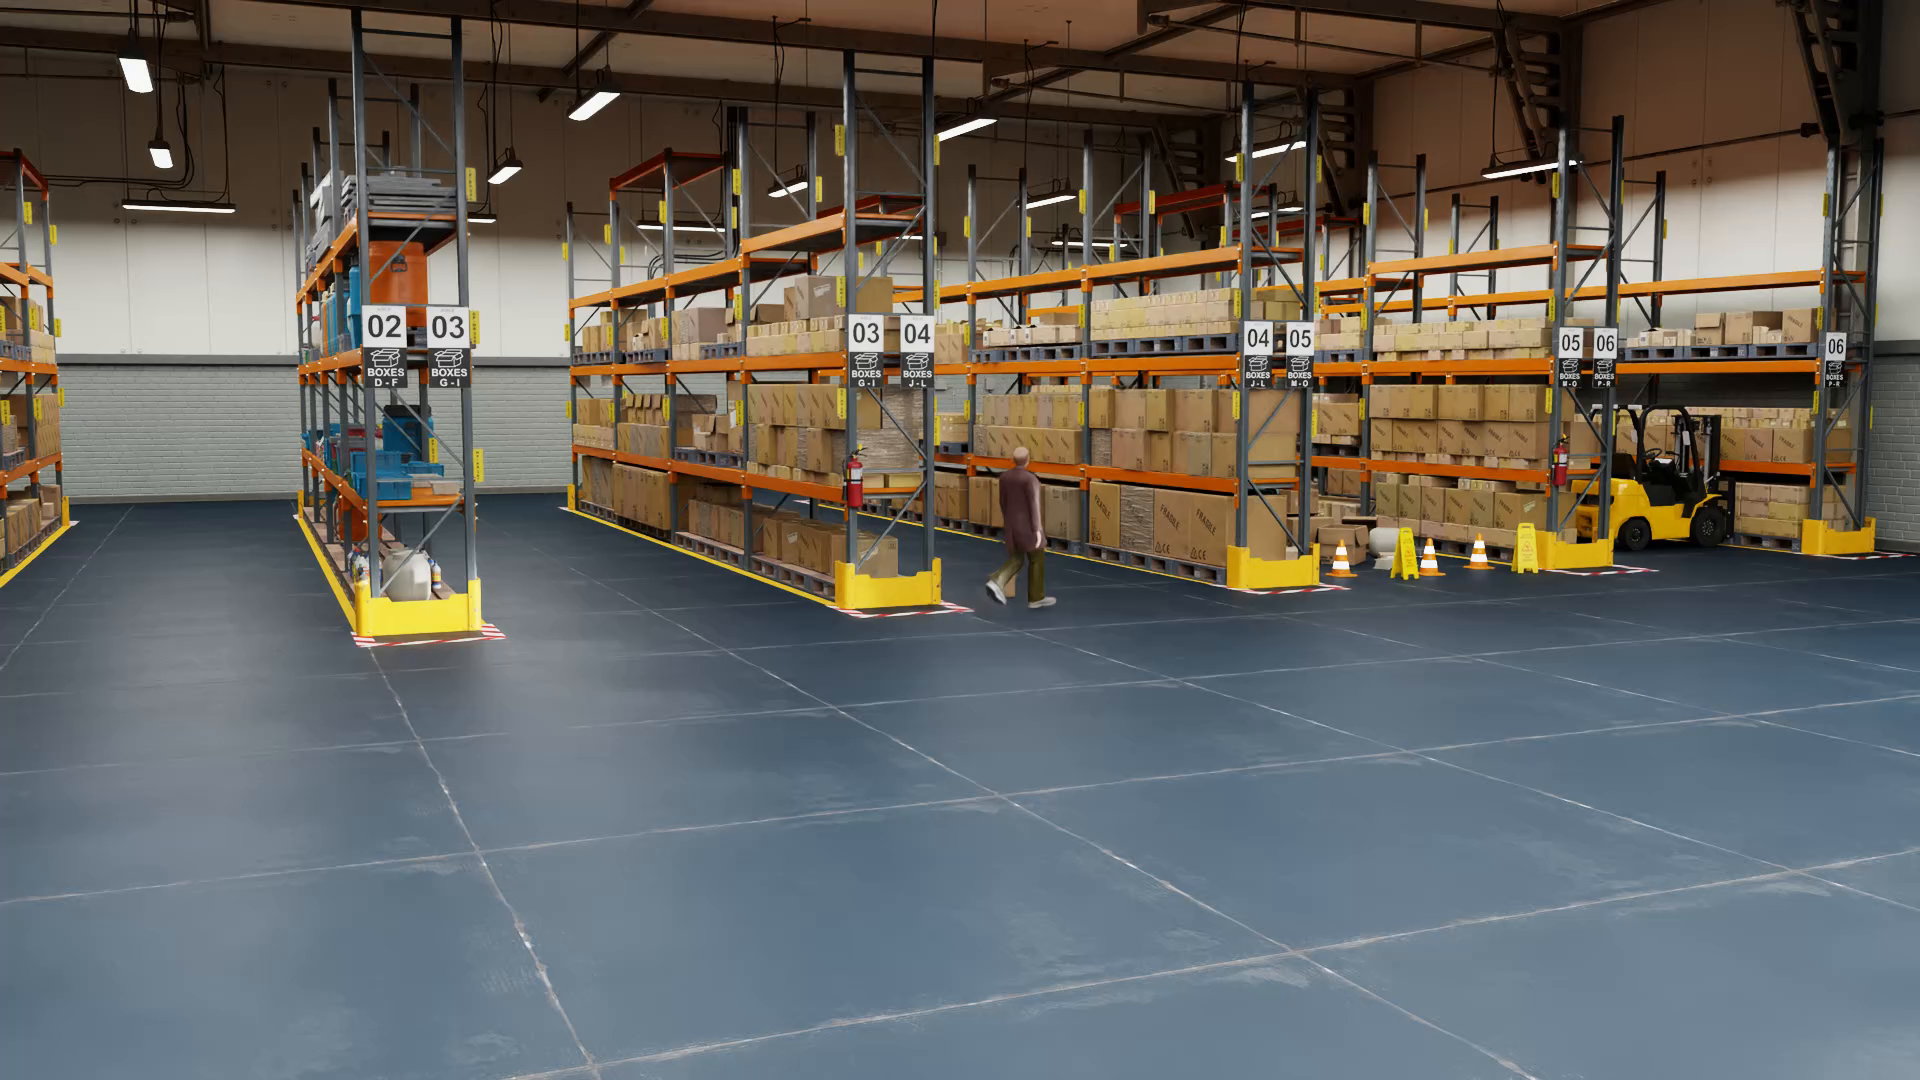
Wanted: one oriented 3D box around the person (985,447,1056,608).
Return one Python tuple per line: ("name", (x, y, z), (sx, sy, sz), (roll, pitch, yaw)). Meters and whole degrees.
("person", (0.671, -0.129, 17.964), (0.900, 1.757, 0.646), (-5, 7, -42))
